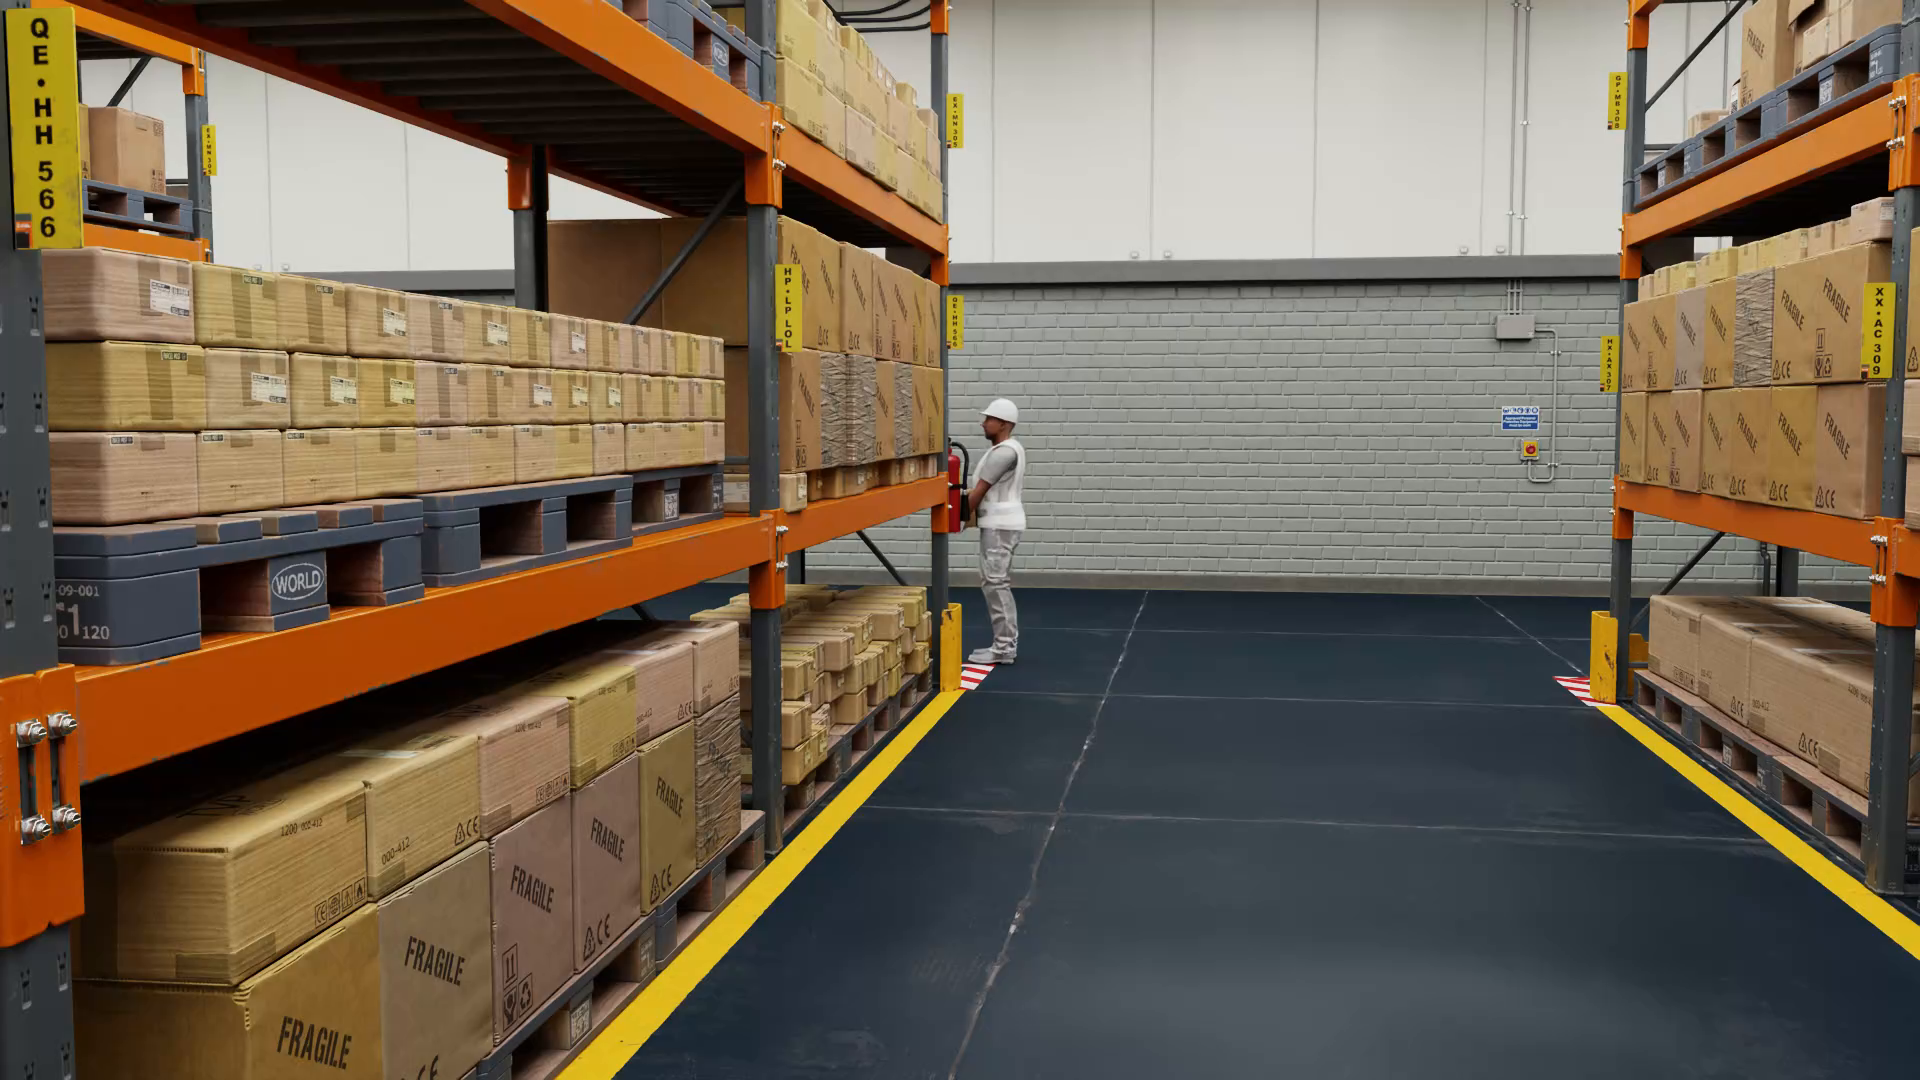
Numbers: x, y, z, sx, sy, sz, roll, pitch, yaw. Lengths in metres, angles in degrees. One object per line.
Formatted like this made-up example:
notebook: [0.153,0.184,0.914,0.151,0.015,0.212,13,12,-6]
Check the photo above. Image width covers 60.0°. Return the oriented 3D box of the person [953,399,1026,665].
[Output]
person: [0.165,-0.063,11.266,0.566,1.782,0.489,1,4,7]
